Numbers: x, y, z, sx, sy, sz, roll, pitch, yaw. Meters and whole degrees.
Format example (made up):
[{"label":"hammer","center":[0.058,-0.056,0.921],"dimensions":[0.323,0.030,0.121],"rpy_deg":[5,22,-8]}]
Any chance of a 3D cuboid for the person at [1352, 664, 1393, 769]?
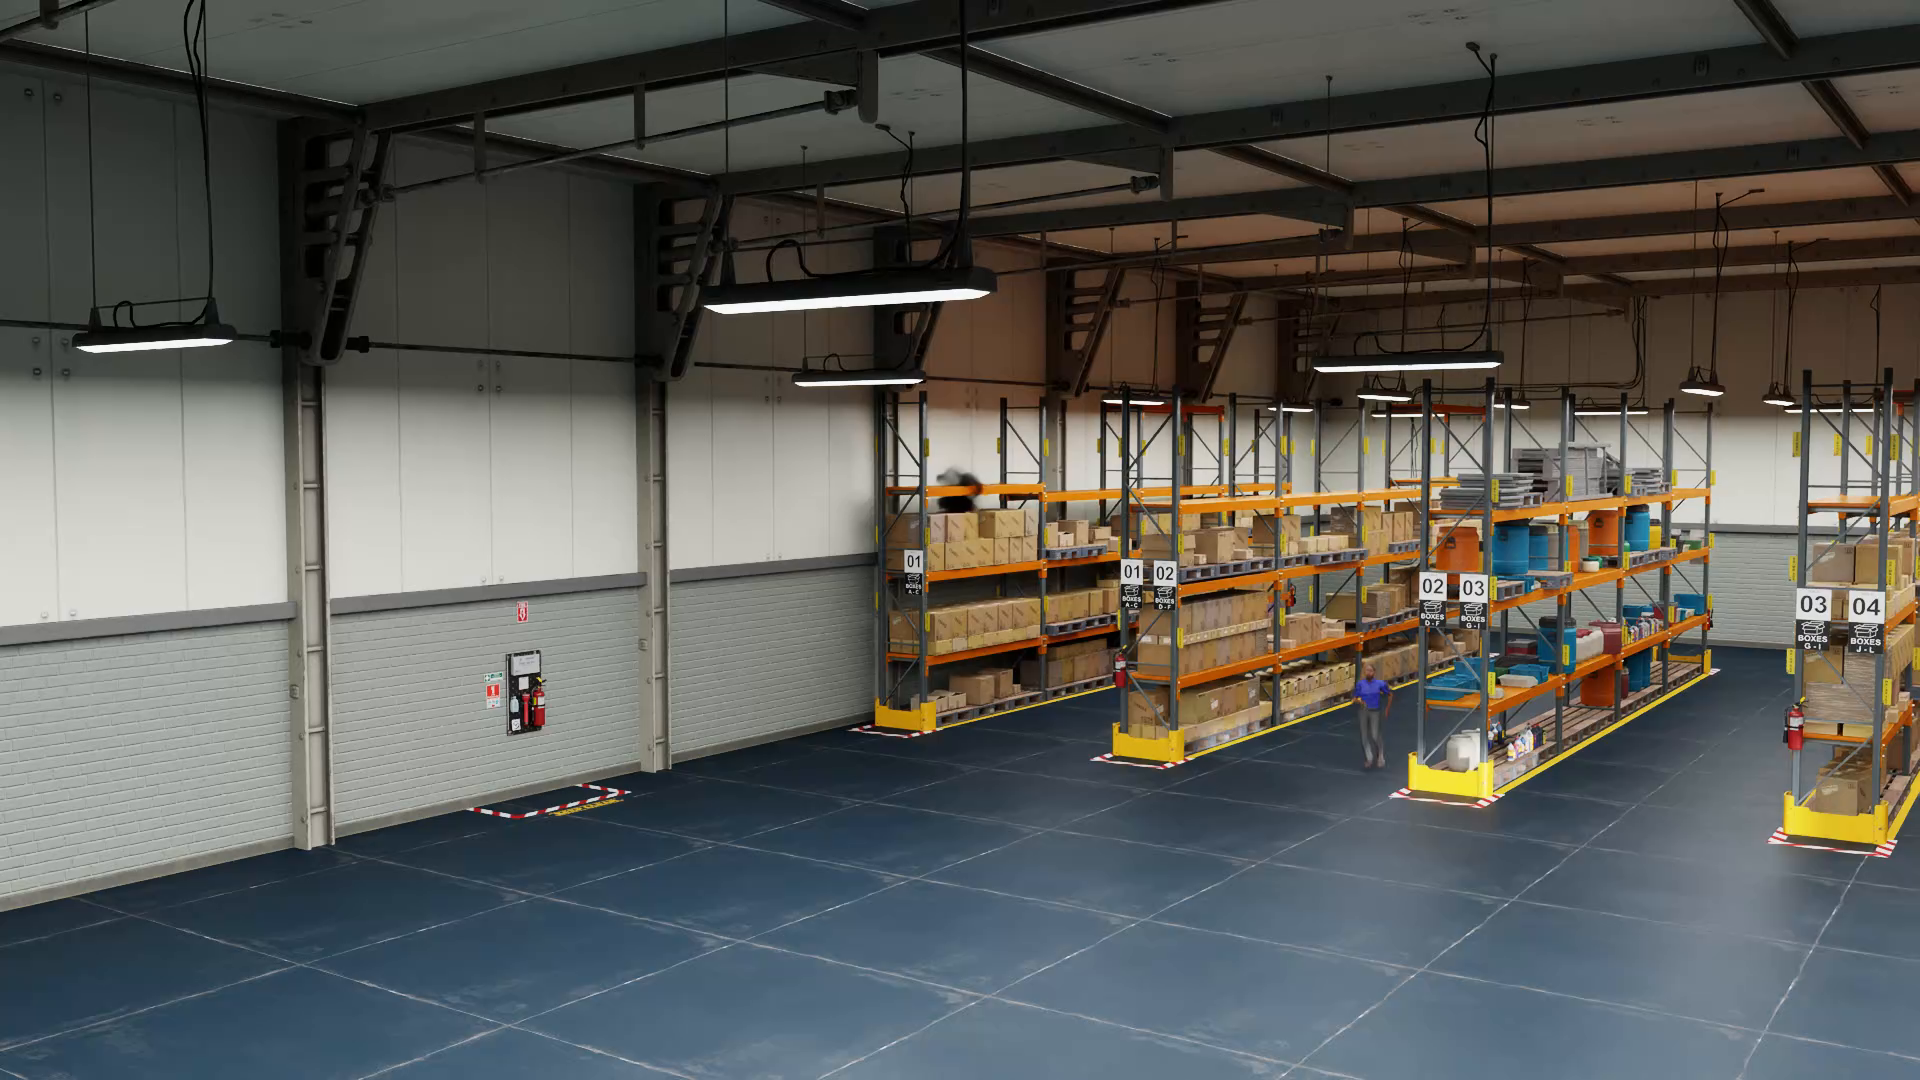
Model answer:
[{"label":"person","center":[6.381,2.754,25.822],"dimensions":[0.577,1.625,0.629],"rpy_deg":[1,3,24]}]
